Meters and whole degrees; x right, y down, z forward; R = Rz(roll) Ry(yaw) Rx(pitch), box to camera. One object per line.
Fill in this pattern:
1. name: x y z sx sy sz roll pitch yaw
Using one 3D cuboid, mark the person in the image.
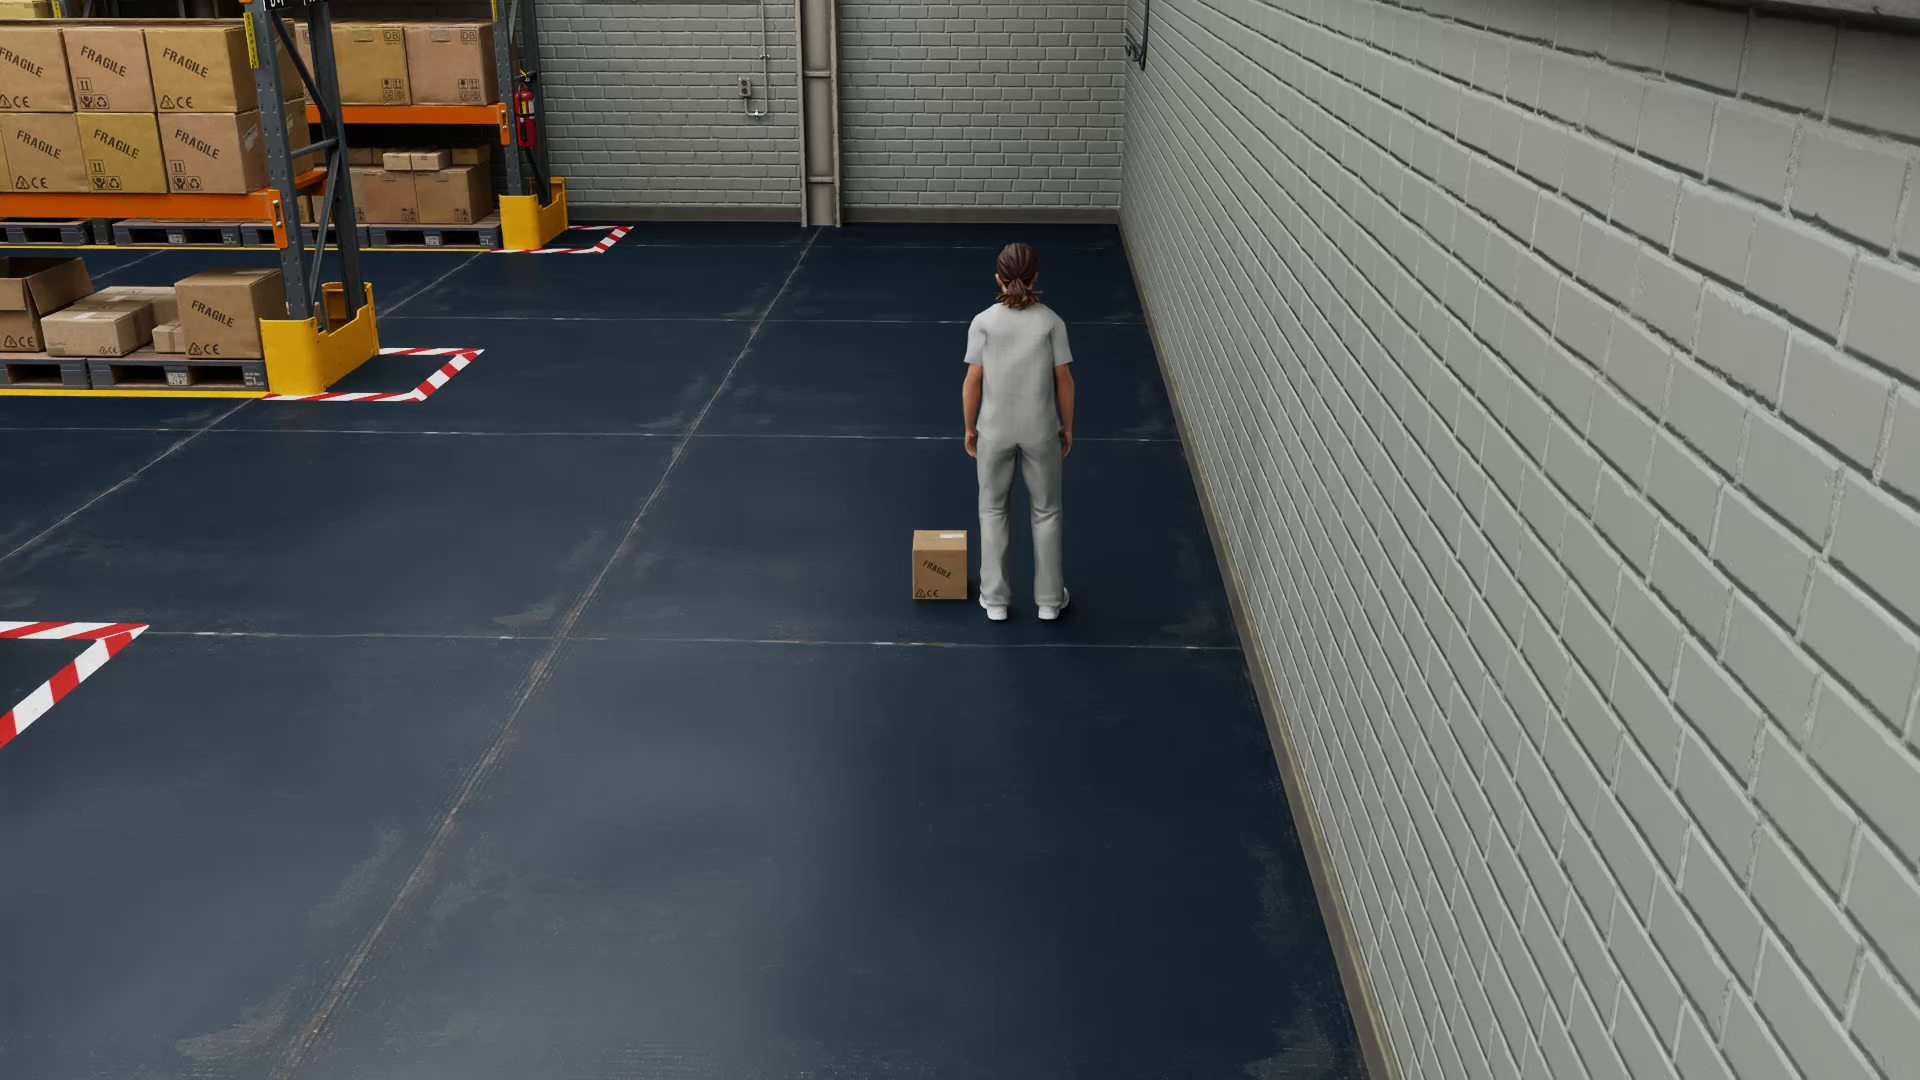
1. person: 0.257 -0.443 7.295 0.488 1.636 0.355 1 21 2
